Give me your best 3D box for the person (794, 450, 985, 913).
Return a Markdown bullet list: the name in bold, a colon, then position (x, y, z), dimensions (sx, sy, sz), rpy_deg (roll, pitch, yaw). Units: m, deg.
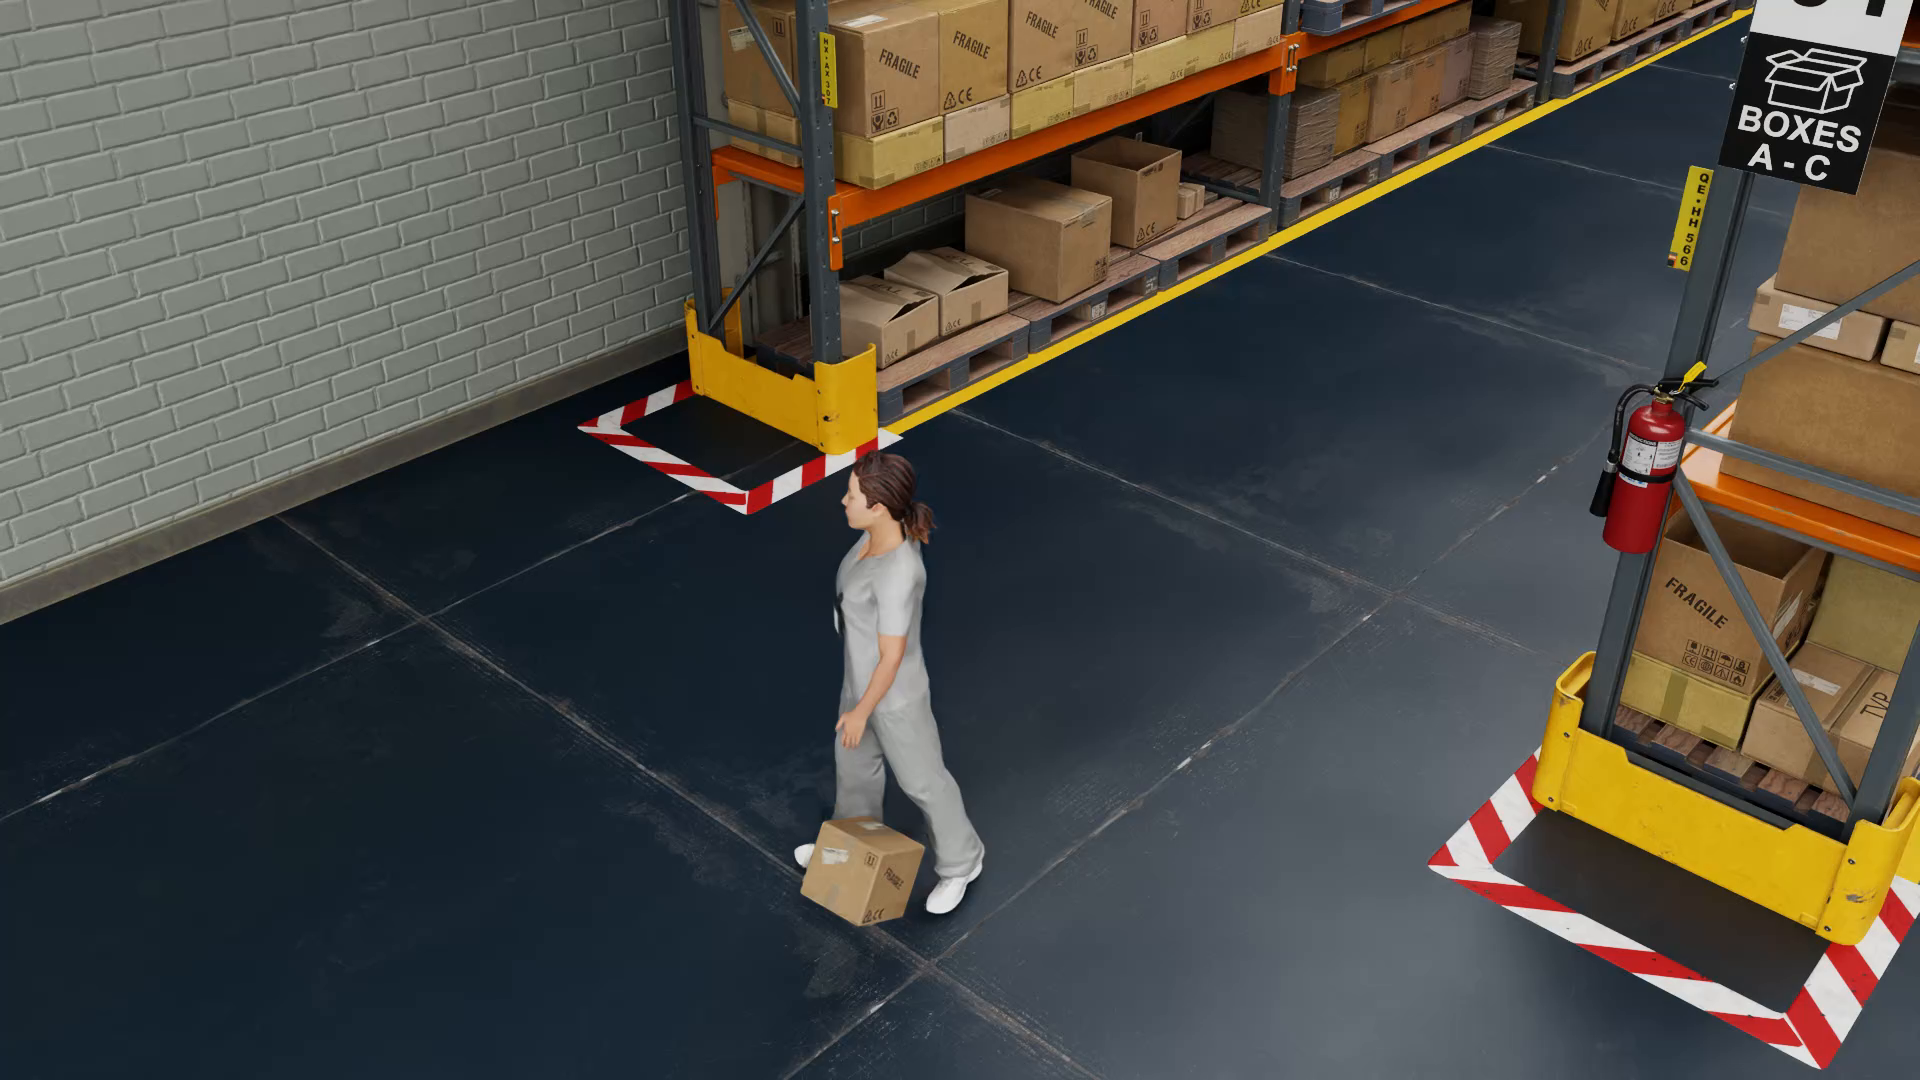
- **person**: position (-0.243, 0.457, 5.394), dimensions (0.643, 1.666, 0.541), rpy_deg (-6, 32, -10)
